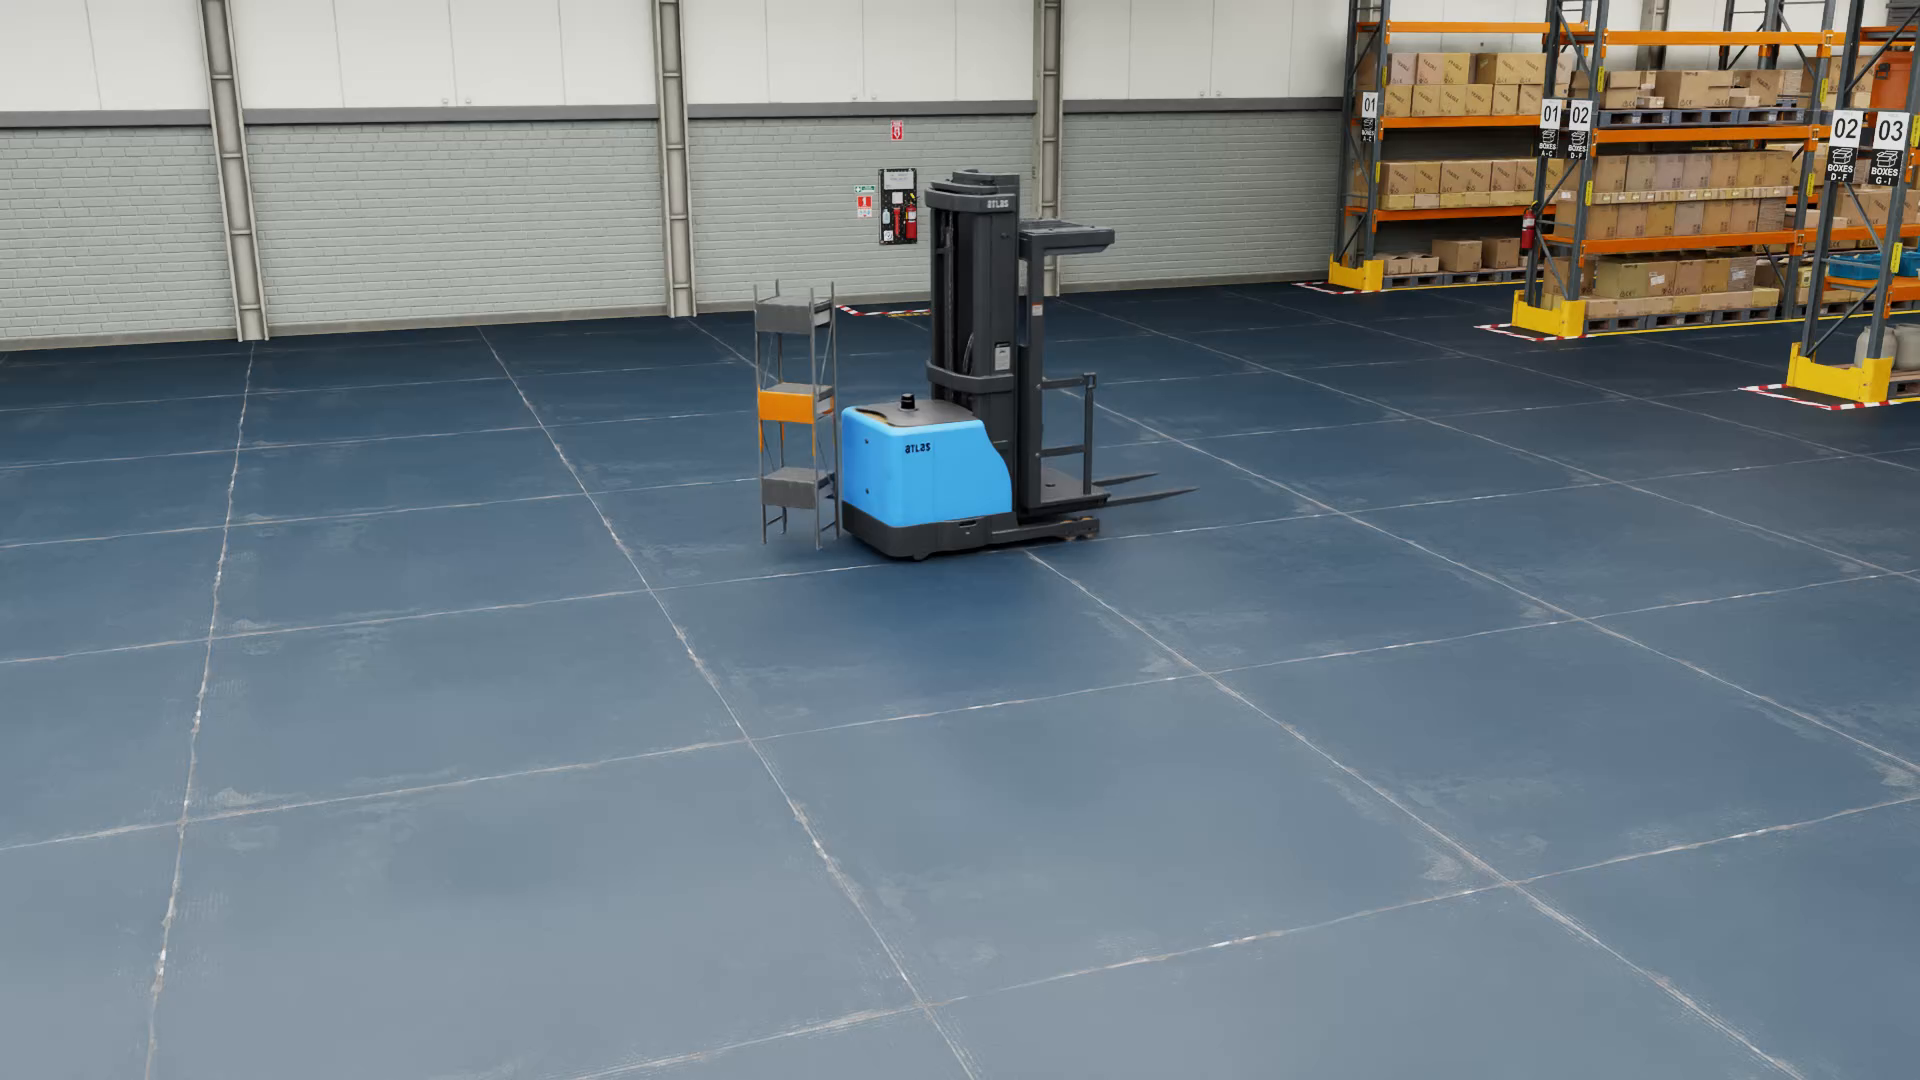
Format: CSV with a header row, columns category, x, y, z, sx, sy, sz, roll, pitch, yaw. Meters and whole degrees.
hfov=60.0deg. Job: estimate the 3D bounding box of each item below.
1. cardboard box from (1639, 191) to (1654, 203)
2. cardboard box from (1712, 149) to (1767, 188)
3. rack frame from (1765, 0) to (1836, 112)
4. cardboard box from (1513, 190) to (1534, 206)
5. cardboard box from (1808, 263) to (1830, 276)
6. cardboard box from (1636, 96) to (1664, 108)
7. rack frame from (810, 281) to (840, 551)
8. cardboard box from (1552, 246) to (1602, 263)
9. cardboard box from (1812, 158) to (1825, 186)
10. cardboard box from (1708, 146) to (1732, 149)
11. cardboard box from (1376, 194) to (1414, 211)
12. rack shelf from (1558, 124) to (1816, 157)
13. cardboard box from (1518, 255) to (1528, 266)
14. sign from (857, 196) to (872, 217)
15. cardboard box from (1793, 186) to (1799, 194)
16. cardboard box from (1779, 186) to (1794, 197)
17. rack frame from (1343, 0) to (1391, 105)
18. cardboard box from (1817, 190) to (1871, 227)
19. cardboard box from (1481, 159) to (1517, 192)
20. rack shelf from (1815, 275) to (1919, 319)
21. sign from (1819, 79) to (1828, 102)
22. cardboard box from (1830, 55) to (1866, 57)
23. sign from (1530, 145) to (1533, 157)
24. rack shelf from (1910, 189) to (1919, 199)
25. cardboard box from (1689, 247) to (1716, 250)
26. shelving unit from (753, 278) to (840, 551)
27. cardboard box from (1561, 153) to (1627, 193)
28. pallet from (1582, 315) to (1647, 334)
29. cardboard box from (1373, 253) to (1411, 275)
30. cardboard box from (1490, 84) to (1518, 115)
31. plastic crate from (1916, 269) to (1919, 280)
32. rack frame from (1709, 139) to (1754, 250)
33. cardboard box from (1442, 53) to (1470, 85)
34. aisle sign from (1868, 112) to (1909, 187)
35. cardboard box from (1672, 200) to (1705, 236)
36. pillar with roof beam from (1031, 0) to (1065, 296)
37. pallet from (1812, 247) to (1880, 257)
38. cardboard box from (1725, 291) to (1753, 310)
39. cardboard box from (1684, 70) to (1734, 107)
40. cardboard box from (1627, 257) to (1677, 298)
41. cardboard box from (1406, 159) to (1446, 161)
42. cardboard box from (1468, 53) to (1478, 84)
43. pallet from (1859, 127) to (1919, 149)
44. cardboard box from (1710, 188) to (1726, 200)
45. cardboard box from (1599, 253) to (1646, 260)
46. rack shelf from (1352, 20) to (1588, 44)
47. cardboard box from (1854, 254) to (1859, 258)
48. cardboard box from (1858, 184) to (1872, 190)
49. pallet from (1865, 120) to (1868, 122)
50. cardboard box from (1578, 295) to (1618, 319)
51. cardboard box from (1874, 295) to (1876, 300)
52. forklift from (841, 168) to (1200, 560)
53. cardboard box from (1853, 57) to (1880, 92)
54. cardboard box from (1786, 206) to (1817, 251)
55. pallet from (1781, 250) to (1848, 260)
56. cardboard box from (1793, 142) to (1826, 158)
category,x,y,z,sx,sy,sz,roll,pitch,yaw
cardboard box,9.583,-4.867,23.519,0.250,0.149,0.380,-6,18,-21
cardboard box,11.276,-5.424,24.265,0.500,0.500,0.700,-6,17,-20
rack frame,12.159,-7.730,23.949,0.127,3.000,1.000,-6,17,-20
cardboard box,9.581,-5.916,28.652,0.500,0.250,0.500,-6,17,-20
cardboard box,13.104,-4.028,25.129,0.500,0.311,0.500,-6,18,-21
cardboard box,9.586,-6.107,23.201,0.250,0.149,0.380,-6,17,-20
rack frame,-1.068,-0.973,13.184,0.015,2.100,0.400,6,18,21
cardboard box,11.065,-5.244,29.789,0.500,0.500,0.700,-6,17,-18
cardboard box,15.620,-6.839,30.824,0.500,0.500,0.500,-6,17,-20
cardboard box,13.807,-7.085,30.292,0.250,0.149,0.380,-9,18,-27
cardboard box,7.217,-5.654,27.759,0.500,0.250,0.500,-7,18,-22
rack shelf,10.292,-5.744,23.786,4.000,0.370,1.077,-6,17,-20
cardboard box,9.894,-4.944,29.358,0.250,0.166,0.380,-9,18,-27
sign,-1.485,-5.193,25.896,0.234,0.329,0.001,-6,17,-20
cardboard box,15.456,-6.533,30.930,0.250,0.149,0.380,-6,17,-19
cardboard box,11.982,-5.127,24.403,0.250,0.149,0.380,-6,17,-20
rack frame,6.648,-8.629,27.013,0.127,3.000,1.000,-6,17,-20
cardboard box,13.374,-5.025,25.210,0.500,0.500,0.500,-5,17,-16
cardboard box,9.114,-6.223,28.365,0.500,0.500,0.500,-7,18,-22
rack shelf,12.061,-3.001,19.770,4.000,0.370,1.077,-6,17,-20
sign,12.359,-6.431,23.791,0.005,0.325,0.100,-6,17,-20
cardboard box,16.475,-8.905,30.986,0.500,0.250,0.500,-7,18,-22
sign,10.181,-6.855,29.564,0.005,0.325,0.100,-6,17,-20
rack shelf,19.721,-6.817,32.766,4.000,0.370,1.077,-6,17,-20
cardboard box,13.465,-5.483,30.601,0.500,0.500,0.700,-6,17,-19
shelving unit,-1.295,-0.998,13.270,0.503,2.100,0.431,6,18,21
cardboard box,8.914,-5.167,23.391,0.500,0.500,0.700,-6,17,-20
pallet,9.123,-3.198,24.114,1.213,0.211,1.003,-6,17,-20
cardboard box,7.326,-4.718,28.332,0.500,0.311,0.500,-8,18,-26
cardboard box,9.019,-7.421,28.010,0.500,0.500,0.500,-7,18,-22
plastic crate,11.144,-3.023,19.038,0.250,0.136,0.298,-6,17,-20
rack frame,14.118,-6.557,30.604,0.127,3.000,1.000,-6,17,-20
cardboard box,8.056,-7.794,27.505,0.500,0.500,0.500,-6,17,-19
aisle sign,10.231,-4.307,18.328,0.004,0.787,0.394,-6,17,-20
cardboard box,10.309,-4.696,24.090,0.500,0.500,0.700,-6,17,-18
pillar with roof beam,2.930,-7.190,22.111,0.400,9.000,9.100,-6,17,-20
pallet,17.160,-5.525,32.038,1.213,0.211,1.003,-6,17,-20
cardboard box,11.334,-3.581,24.605,0.500,0.250,0.500,-6,17,-20
cardboard box,10.576,-6.476,23.826,0.637,0.503,0.797,-4,17,-14
cardboard box,9.933,-3.790,23.985,0.500,0.500,0.500,-6,17,-20
cardboard box,7.967,-6.253,28.468,0.500,0.500,0.500,-7,18,-22
cardboard box,8.403,-7.990,28.172,0.500,0.500,0.500,-6,17,-20
pallet,11.001,-4.550,18.782,1.213,0.211,1.003,-6,17,-20
cardboard box,10.796,-4.999,23.969,0.250,0.149,0.380,-6,17,-18
cardboard box,9.747,-3.927,24.451,0.500,0.500,0.500,-6,17,-20
rack shelf,8.516,-8.484,27.801,4.000,0.370,1.077,-6,17,-20
cardboard box,14.336,-4.324,26.139,0.500,0.311,0.500,-7,18,-22
cardboard box,16.928,-6.653,31.341,0.250,0.149,0.380,-6,17,-20
pallet,14.250,-6.398,25.072,1.213,0.211,1.003,-5,17,-18
cardboard box,9.004,-3.326,23.734,0.500,0.250,0.500,-6,17,-20
cardboard box,14.060,-3.864,25.567,0.500,0.250,0.500,-6,17,-19
forklift,0.574,-1.524,13.587,3.031,2.935,1.130,-8,18,-27
cardboard box,13.273,-6.895,24.620,0.500,0.500,0.500,-4,17,-15
cardboard box,15.672,-5.854,31.278,0.750,0.750,0.750,-6,17,-20
pallet,16.019,-5.401,31.616,1.213,0.211,1.003,-6,17,-20
cardboard box,15.602,-7.201,30.725,0.500,0.250,0.500,-6,17,-20
